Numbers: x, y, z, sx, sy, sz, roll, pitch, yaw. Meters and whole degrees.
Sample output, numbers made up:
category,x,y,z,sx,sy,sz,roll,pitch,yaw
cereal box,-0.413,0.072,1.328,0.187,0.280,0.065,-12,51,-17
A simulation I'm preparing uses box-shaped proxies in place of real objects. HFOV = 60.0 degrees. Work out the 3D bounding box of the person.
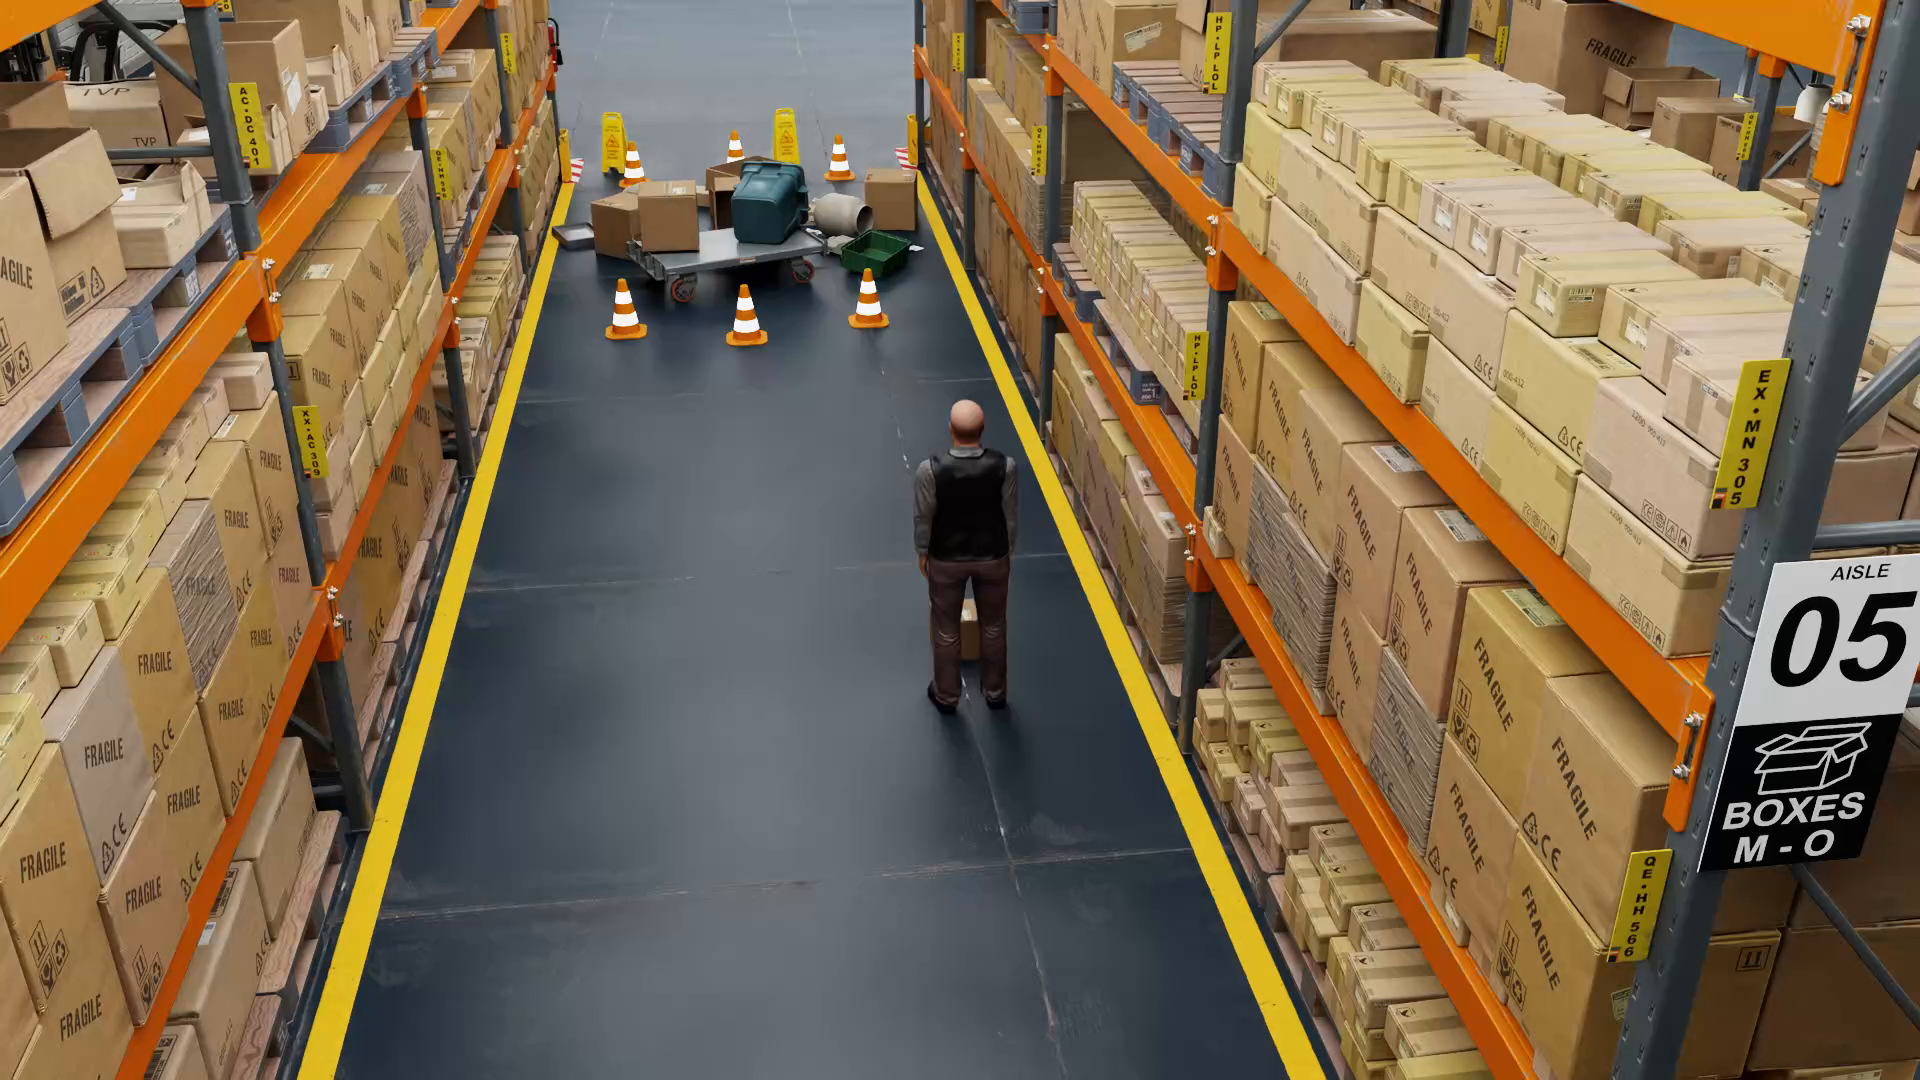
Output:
category,x,y,z,sx,sy,sz,roll,pitch,yaw
person,0.025,0.083,8.483,0.532,1.721,0.355,-3,27,-6
